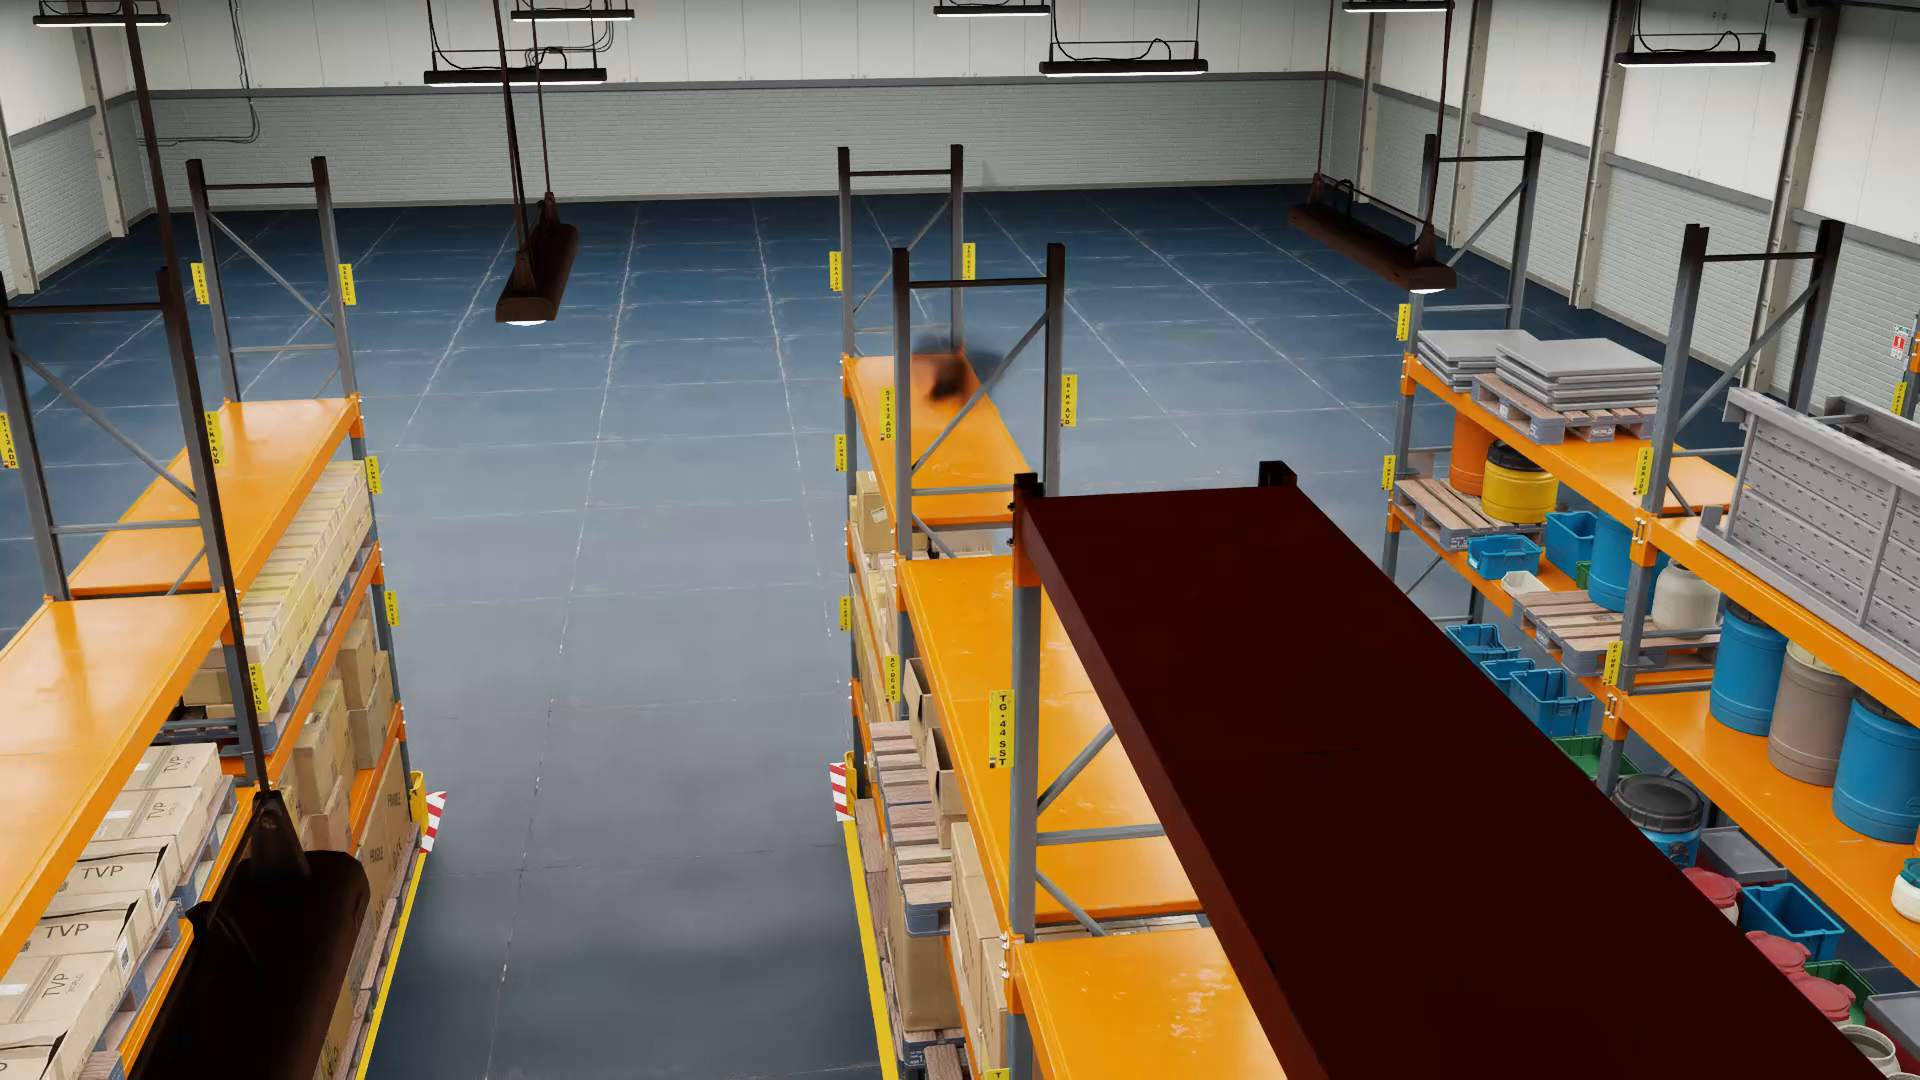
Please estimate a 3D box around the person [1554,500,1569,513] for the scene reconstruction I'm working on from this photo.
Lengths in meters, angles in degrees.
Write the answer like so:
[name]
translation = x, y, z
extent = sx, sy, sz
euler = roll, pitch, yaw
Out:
[person]
translation = 6.547, 0.331, 18.581
extent = 0.526, 1.641, 0.627
euler = 4, 22, 10
